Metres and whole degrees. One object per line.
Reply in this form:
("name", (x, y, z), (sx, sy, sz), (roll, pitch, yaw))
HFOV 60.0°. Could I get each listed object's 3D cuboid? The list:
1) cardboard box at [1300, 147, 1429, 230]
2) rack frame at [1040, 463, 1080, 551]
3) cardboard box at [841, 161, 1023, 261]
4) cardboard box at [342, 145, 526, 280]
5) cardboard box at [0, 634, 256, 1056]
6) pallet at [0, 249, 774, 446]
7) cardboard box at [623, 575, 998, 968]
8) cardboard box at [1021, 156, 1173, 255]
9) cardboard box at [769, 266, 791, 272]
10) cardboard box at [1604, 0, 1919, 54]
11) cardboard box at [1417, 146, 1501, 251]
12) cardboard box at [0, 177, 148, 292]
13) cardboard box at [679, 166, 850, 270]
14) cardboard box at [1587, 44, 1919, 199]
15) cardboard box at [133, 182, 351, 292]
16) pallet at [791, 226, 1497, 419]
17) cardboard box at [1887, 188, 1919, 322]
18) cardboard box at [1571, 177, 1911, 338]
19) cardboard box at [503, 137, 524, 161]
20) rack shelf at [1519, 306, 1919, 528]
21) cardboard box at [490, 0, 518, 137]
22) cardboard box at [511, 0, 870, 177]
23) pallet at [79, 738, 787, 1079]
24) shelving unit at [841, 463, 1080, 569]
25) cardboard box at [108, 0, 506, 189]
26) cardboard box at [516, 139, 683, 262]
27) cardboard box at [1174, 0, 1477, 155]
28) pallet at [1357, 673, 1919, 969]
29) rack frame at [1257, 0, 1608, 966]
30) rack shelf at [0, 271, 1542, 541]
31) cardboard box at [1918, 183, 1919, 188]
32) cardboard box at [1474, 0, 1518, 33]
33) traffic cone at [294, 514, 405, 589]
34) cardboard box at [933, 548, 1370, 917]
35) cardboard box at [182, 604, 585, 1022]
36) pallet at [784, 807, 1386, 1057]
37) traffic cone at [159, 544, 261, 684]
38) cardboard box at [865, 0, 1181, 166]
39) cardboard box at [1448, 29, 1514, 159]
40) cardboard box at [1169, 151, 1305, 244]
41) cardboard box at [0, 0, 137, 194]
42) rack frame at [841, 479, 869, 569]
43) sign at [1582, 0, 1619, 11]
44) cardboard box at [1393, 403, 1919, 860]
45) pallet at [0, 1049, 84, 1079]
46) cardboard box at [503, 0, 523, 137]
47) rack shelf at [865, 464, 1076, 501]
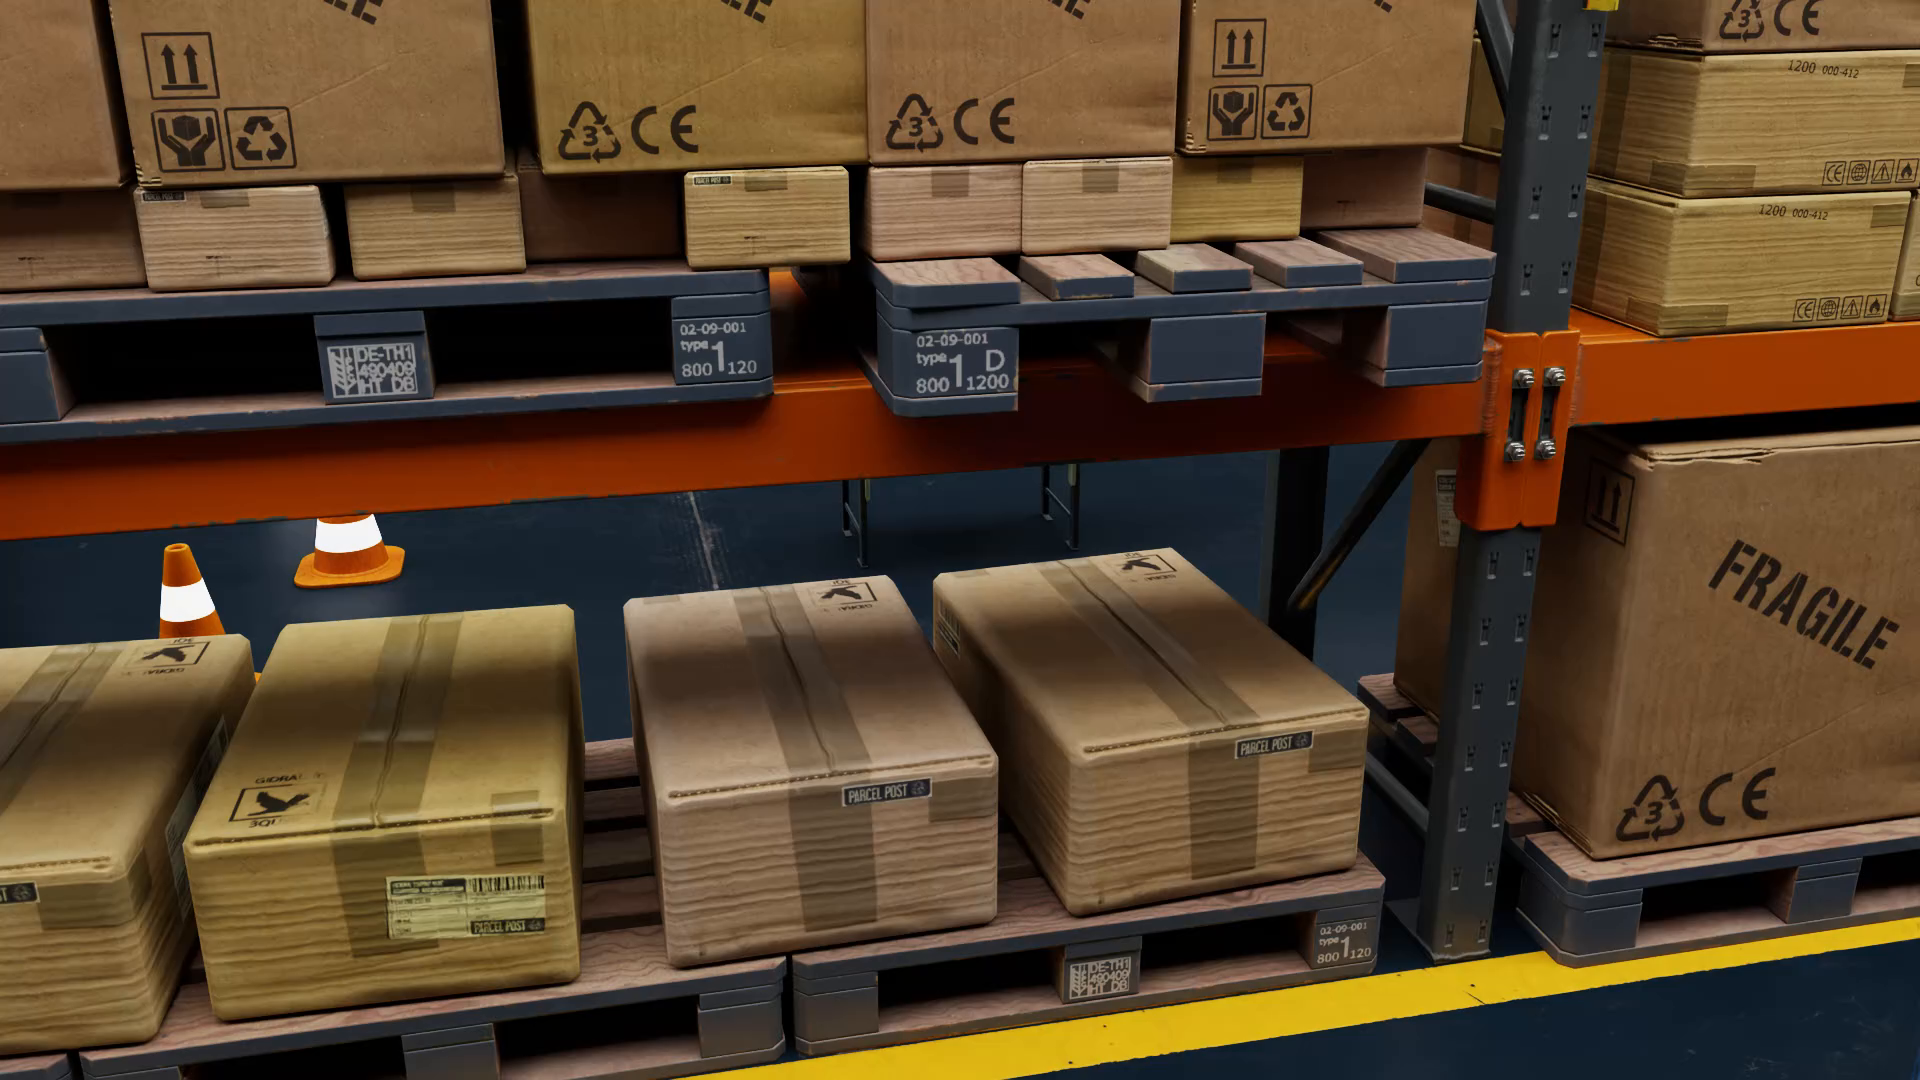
("cardboard box", (0.658, -0.679, 3.062), (0.250, 0.149, 0.380), (-4, 20, -10))
("rack frame", (0.350, -0.733, 5.634), (0.023, 1.500, 0.400), (-5, 21, -12))
("cardboard box", (-0.068, -0.581, 2.795), (0.250, 0.149, 0.380), (-6, 21, -15))
("cardboard box", (-0.832, -0.530, 2.655), (0.250, 0.149, 0.380), (-5, 21, -14))
("cardboard box", (-1.761, 0.548, 3.166), (0.625, 0.372, 0.950), (-3, 20, -9))
("pallet", (-0.994, -0.444, 2.945), (1.213, 0.211, 1.003), (-5, 21, -12))
("cardboard box", (-0.346, 0.435, 3.477), (0.625, 0.372, 0.950), (-5, 21, -14))
("cardboard box", (0.179, -0.599, 2.843), (0.250, 0.149, 0.380), (-5, 21, -13))
("cardboard box", (-0.928, -1.476, 8.144), (0.750, 0.750, 1.050), (-5, 21, -13))
("cardboard box", (1.459, -1.178, 3.071), (0.500, 0.500, 0.500), (-5, 21, -14))
("cardboard box", (1.355, -0.761, 3.749), (0.500, 0.250, 0.500), (-5, 21, -14))
("cardboard box", (-1.355, -0.495, 2.560), (0.250, 0.149, 0.380), (-4, 21, -12))
("cardboard box", (-0.333, -0.555, 2.723), (0.250, 0.149, 0.380), (-4, 21, -12))
("cardboard box", (1.473, -0.826, 3.200), (0.500, 0.250, 0.500), (-5, 21, -13))
("cardboard box", (-1.085, -0.499, 2.570), (0.250, 0.149, 0.380), (-4, 20, -10))
("pallet", (0.254, -0.522, 3.159), (1.003, 0.211, 1.213), (-5, 21, -12))
("cardboard box", (1.953, -0.635, 3.406), (0.500, 0.250, 0.500), (-5, 21, -14))
("cardboard box", (1.457, -0.589, 3.279), (0.500, 0.250, 0.500), (-5, 21, -13))
("cardboard box", (-0.751, -0.707, 3.139), (0.250, 0.149, 0.380), (-4, 20, -10))
("rack shelf", (2.869, -0.525, 3.933), (4.000, 0.370, 1.077), (-5, 21, -12))
("cardboard box", (-1.078, -1.005, 3.010), (0.500, 0.500, 0.500), (-5, 21, -15))
("cardboard box", (-0.447, -0.874, 2.652), (0.500, 0.500, 0.500), (-6, 21, -16))
("pallet", (-1.023, 0.762, 3.429), (1.213, 0.211, 1.003), (-5, 21, -12))
("shelving unit", (-0.006, -0.704, 5.555), (0.755, 1.500, 0.431), (-5, 21, -12))
("cardboard box", (-0.979, -0.831, 2.535), (0.500, 0.500, 0.500), (-6, 21, -15))
("cardboard box", (-0.606, -0.577, 2.784), (0.250, 0.149, 0.380), (-4, 21, -12))
("cardboard box", (0.544, -0.959, 2.884), (0.500, 0.500, 0.500), (-5, 21, -14))
("pallet", (1.707, 0.568, 3.958), (1.213, 0.211, 1.003), (-5, 21, -12))
("rack frame", (0.923, -0.705, 3.377), (0.127, 3.000, 1.000), (-5, 21, -12))
("rack shelf", (-1.024, -0.208, 3.068), (4.000, 0.370, 1.077), (-5, 21, -12))
("cardboard box", (1.976, -0.867, 3.311), (0.500, 0.250, 0.500), (-4, 21, -11))
("cardboard box", (1.366, -1.349, 3.538), (0.500, 0.500, 0.500), (-5, 21, -14))
("traffic cone", (-2.033, -0.121, 5.473), (0.334, 0.463, 0.336), (-5, 21, -12))
("cardboard box", (0.371, 0.374, 3.644), (0.625, 0.372, 0.950), (-6, 21, -16))
("cardboard box", (-1.085, 0.493, 3.318), (0.625, 0.372, 0.950), (-4, 20, -11))
("pallet", (0.162, 0.666, 3.689), (1.213, 0.211, 1.003), (-5, 21, -12))
("traffic cone", (-2.085, 0.237, 4.496), (0.334, 0.463, 0.336), (-5, 21, -12))
("cardboard box", (0.044, -0.915, 2.762), (0.500, 0.500, 0.500), (-5, 21, -13))
("cardboard box", (1.336, -0.992, 3.654), (0.500, 0.250, 0.500), (-5, 21, -13))
("cardboard box", (0.414, -0.634, 2.938), (0.250, 0.149, 0.380), (-4, 21, -12))
("cardboard box", (-1.476, -0.787, 2.414), (0.500, 0.500, 0.500), (-5, 21, -13))
("rack frame", (-0.363, -0.675, 5.476), (0.023, 1.500, 0.400), (-5, 21, -12))
("sign", (1.057, -1.030, 2.698), (0.005, 0.325, 0.100), (-5, 21, -12))
("cardboard box", (1.614, 0.069, 3.743), (0.875, 0.875, 0.875), (-5, 21, -13))
("pallet", (-2.213, 0.859, 3.162), (1.213, 0.211, 1.003), (-5, 21, -12))
("cardboard box", (-0.589, -1.042, 3.111), (0.500, 0.500, 0.500), (-4, 21, -12))
("rack shelf", (-0.006, -0.398, 5.667), (0.720, 0.370, 0.431), (-5, 21, -12))
